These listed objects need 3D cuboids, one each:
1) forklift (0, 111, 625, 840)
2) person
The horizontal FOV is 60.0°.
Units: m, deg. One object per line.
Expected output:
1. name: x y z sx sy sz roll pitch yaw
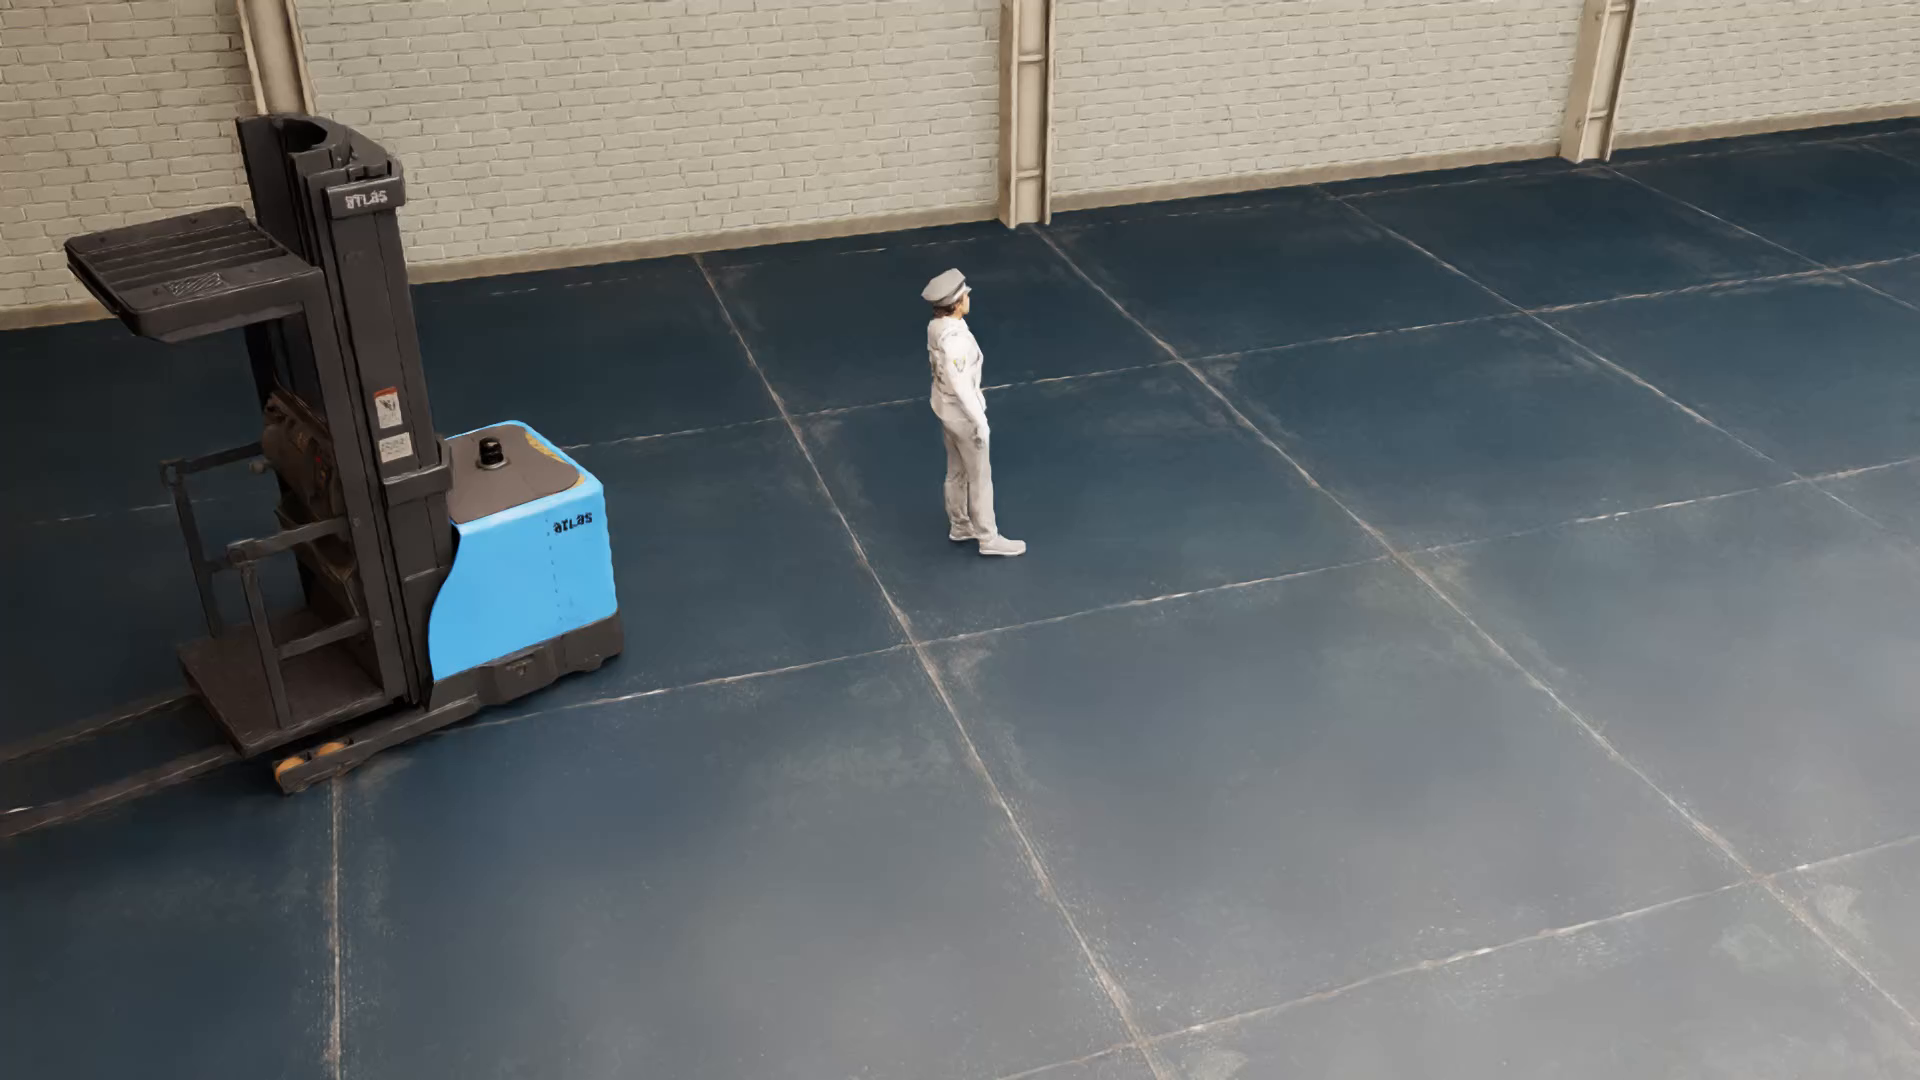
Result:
1. forklift: -3.262 -0.364 7.719 3.031 2.935 1.130 -22 36 -33
2. person: 0.066 -0.749 9.613 0.533 1.695 0.586 -10 31 -16
